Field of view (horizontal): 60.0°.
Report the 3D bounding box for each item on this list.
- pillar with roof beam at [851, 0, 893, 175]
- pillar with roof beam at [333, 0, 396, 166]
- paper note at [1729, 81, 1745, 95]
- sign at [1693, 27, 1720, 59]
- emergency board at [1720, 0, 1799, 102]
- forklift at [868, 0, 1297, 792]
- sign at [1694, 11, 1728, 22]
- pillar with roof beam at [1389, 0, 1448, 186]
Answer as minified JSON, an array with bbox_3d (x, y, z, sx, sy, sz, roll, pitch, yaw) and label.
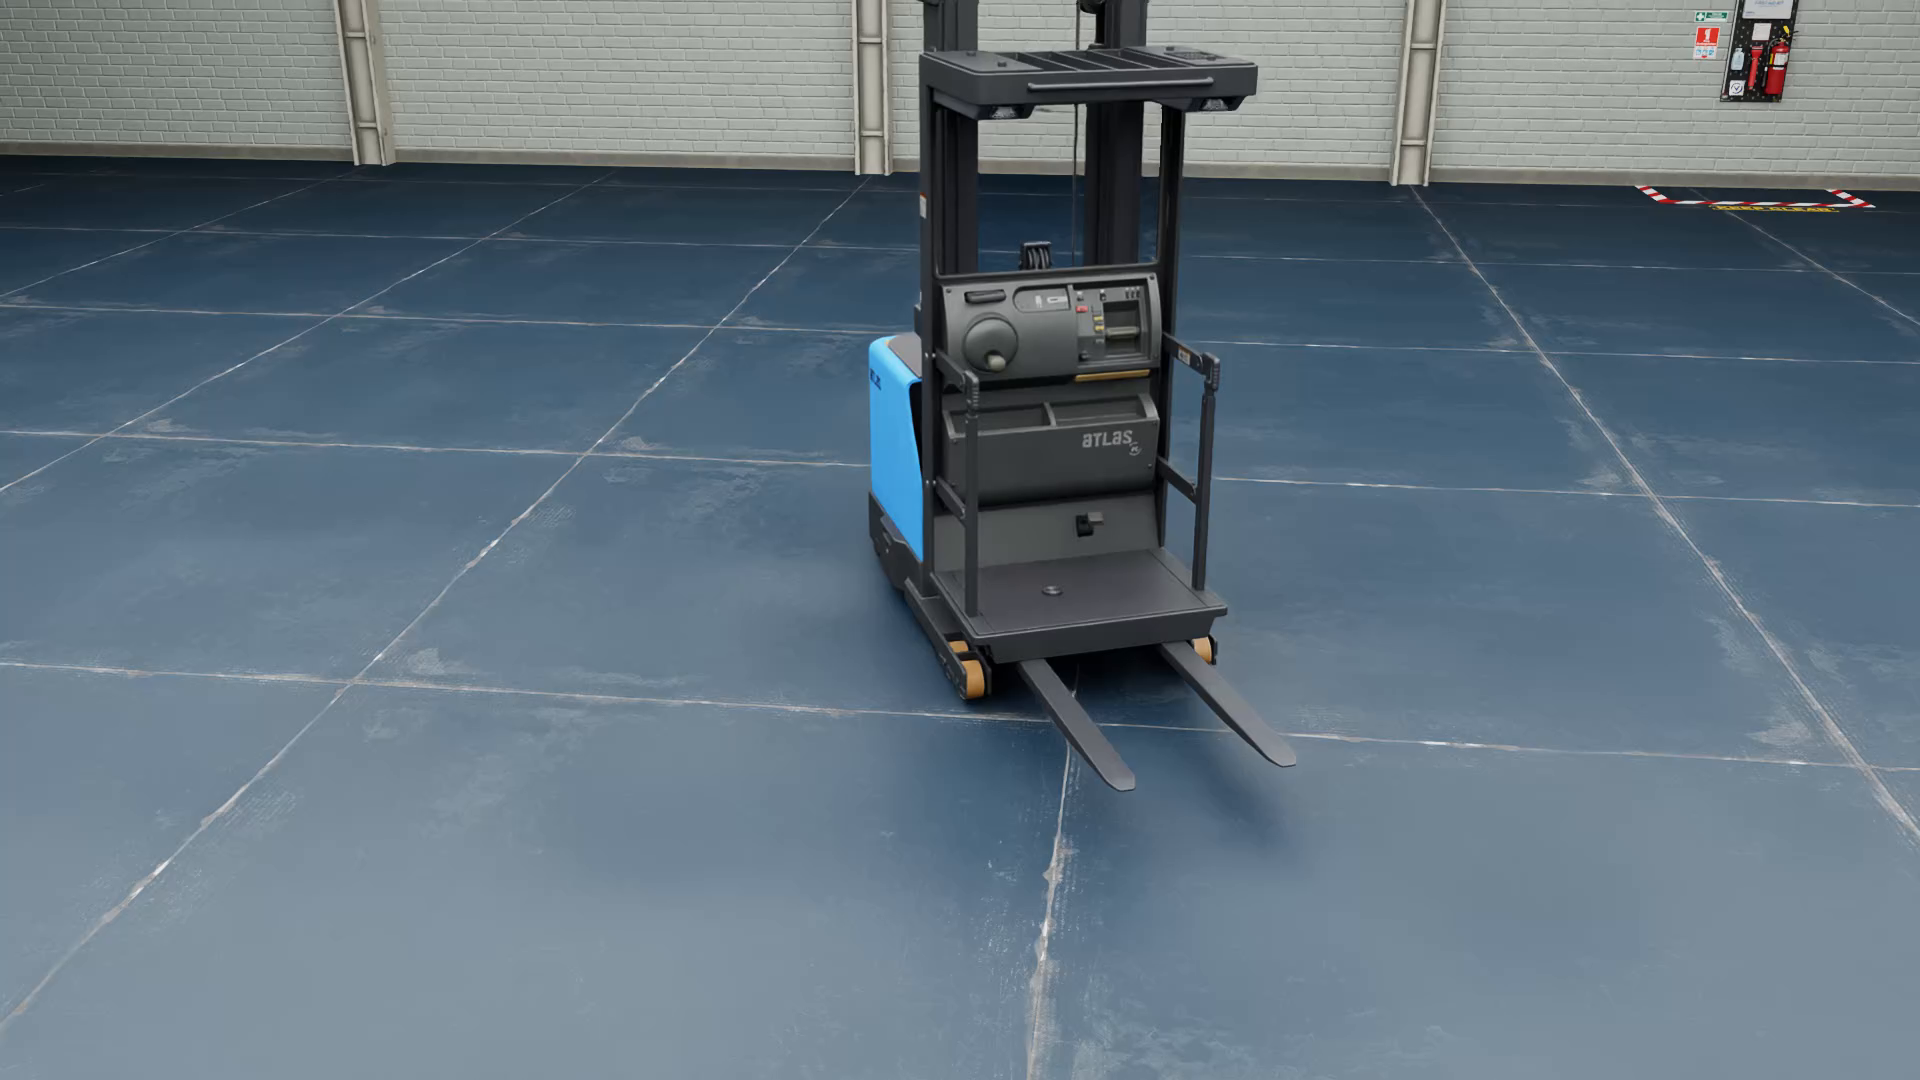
[{"bbox_3d":[-1.492,-6.831,13.478,0.400,9.000,9.100,2,22,6],"label":"pillar with roof beam"},{"bbox_3d":[-7.450,-7.091,14.135,0.400,9.000,9.100,2,22,6],"label":"pillar with roof beam"},{"bbox_3d":[8.314,-4.838,17.794,0.142,0.148,0.016,2,22,6],"label":"paper note"},{"bbox_3d":[7.945,-5.293,17.699,0.234,0.329,0.001,2,22,6],"label":"sign"},{"bbox_3d":[8.482,-5.214,17.549,0.643,1.169,0.194,2,22,6],"label":"emergency board"},{"bbox_3d":[0.446,-0.869,6.653,1.130,2.935,3.031,-6,22,-15],"label":"forklift"},{"bbox_3d":[7.949,-5.536,17.592,0.331,0.109,0.001,2,22,6],"label":"sign"},{"bbox_3d":[4.467,-6.571,12.822,0.400,9.000,9.100,2,22,6],"label":"pillar with roof beam"}]
